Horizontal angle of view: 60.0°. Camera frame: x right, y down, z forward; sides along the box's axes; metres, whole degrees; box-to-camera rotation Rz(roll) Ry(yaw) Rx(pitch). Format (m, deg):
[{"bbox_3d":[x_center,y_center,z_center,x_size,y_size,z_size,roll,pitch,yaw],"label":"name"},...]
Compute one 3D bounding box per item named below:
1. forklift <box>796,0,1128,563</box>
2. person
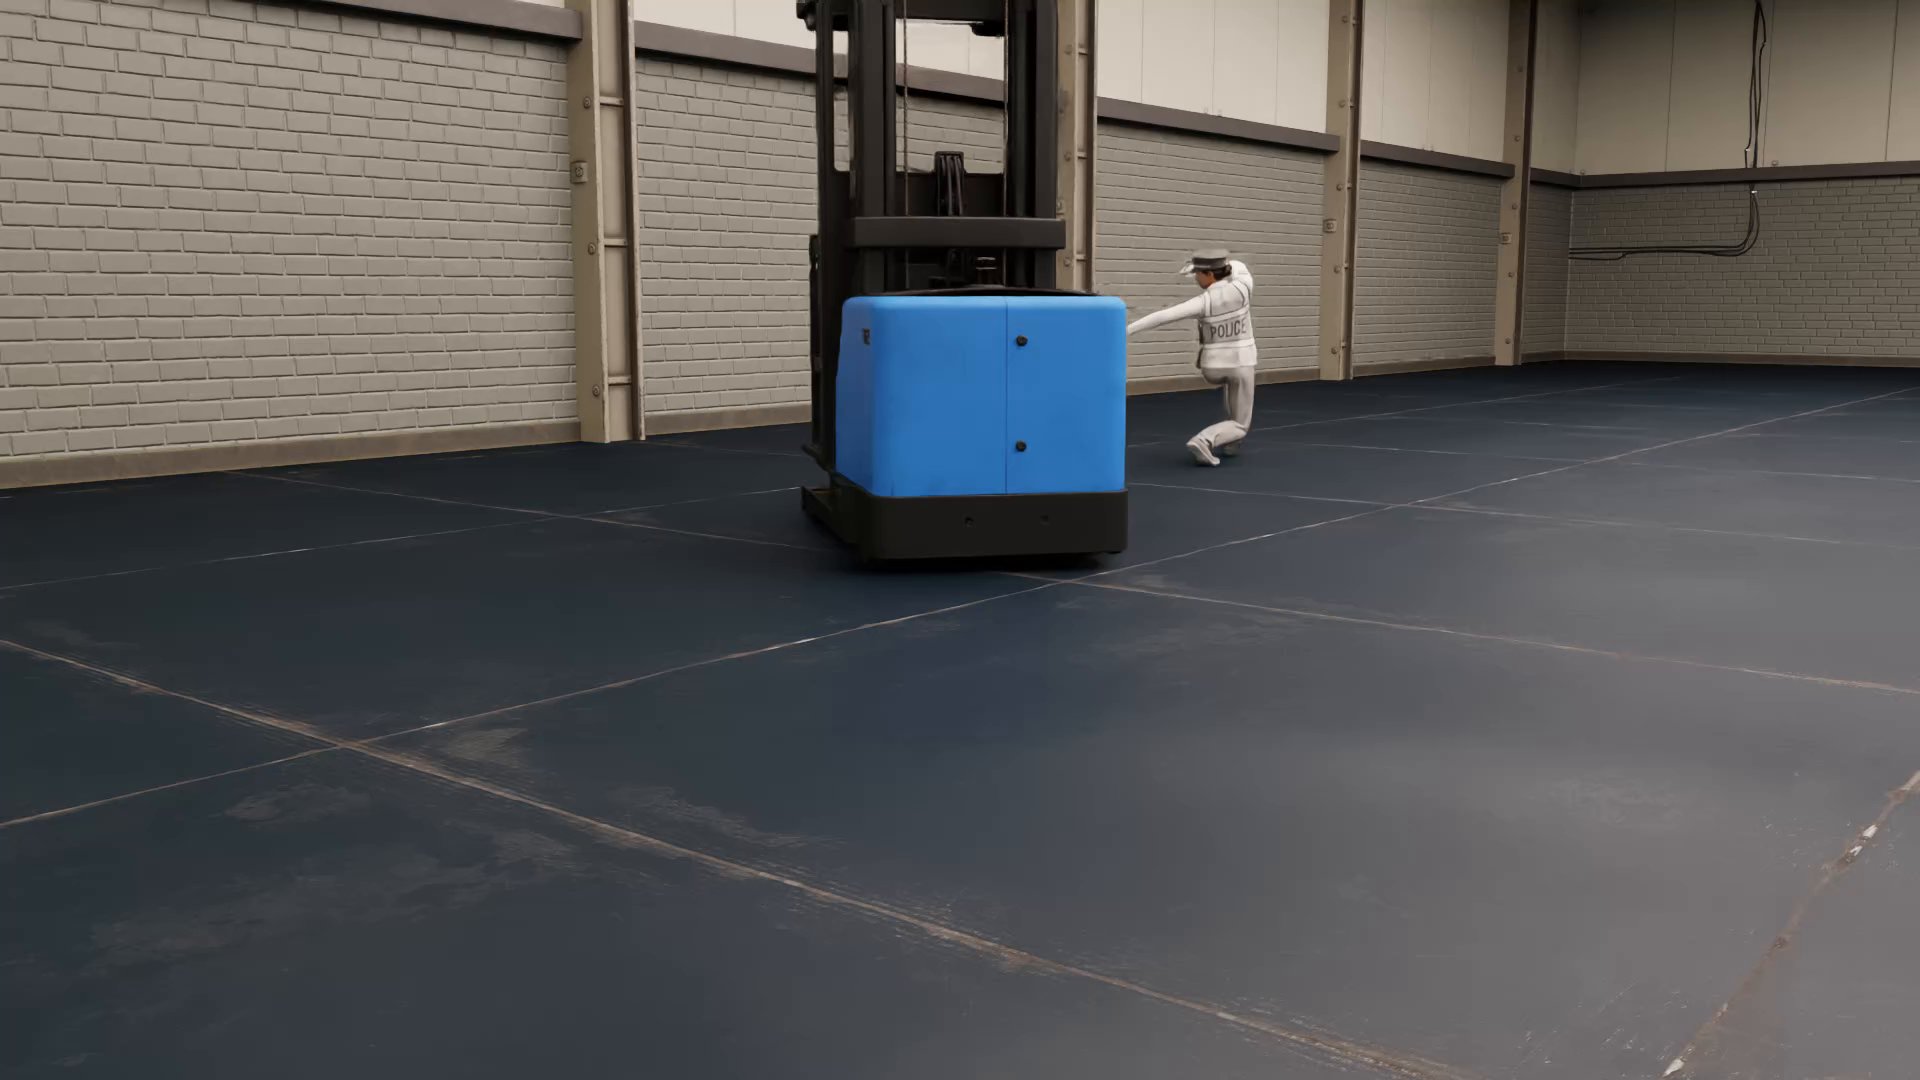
[{"bbox_3d":[-0.156,-1.532,7.751,1.130,2.935,3.031,-2,9,-13],"label":"forklift"},{"bbox_3d":[1.506,-1.206,10.929,0.889,1.385,0.933,3,9,19],"label":"person"}]
